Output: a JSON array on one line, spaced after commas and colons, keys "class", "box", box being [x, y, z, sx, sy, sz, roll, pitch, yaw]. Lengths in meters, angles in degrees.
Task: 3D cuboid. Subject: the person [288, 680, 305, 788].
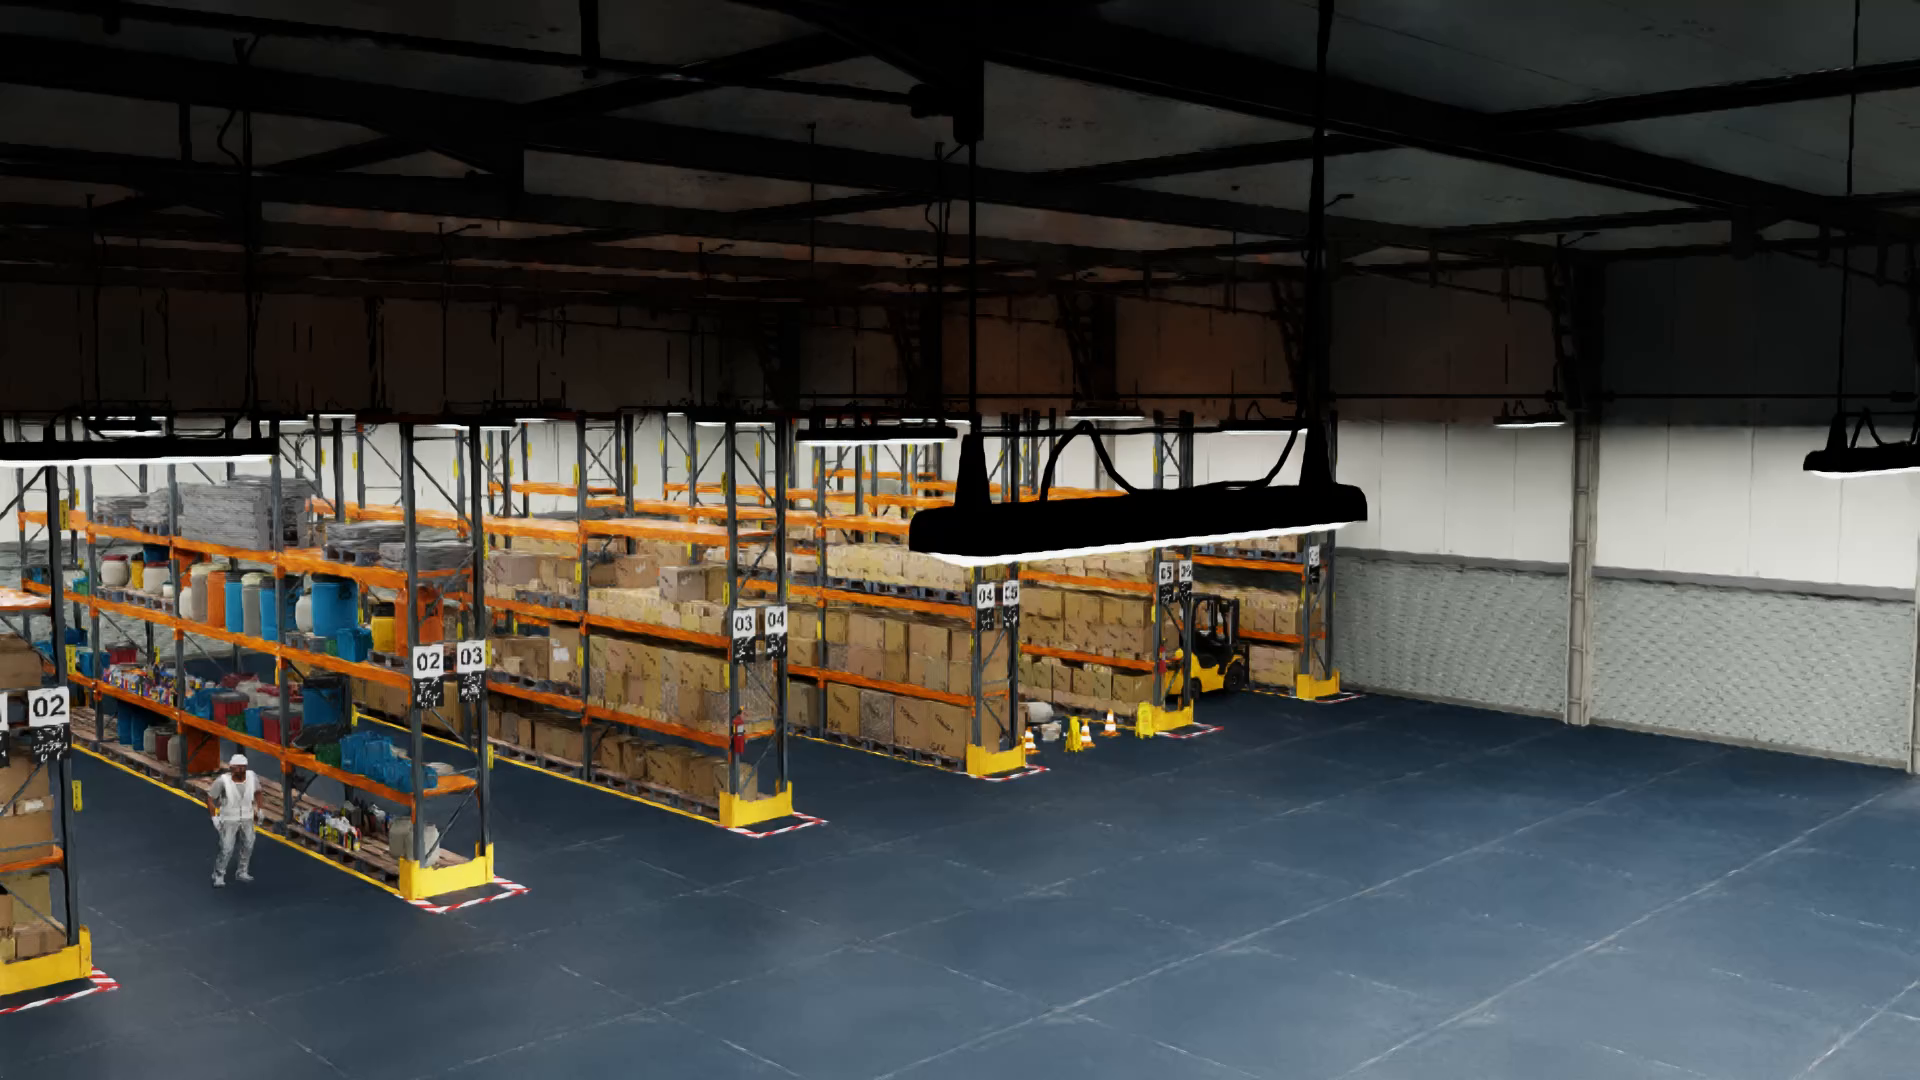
[{"class": "person", "box": [-10.830, 3.115, 26.970, 0.391, 1.721, 0.678, -2, 6, -27]}]

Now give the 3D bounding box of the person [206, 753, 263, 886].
[{"class": "person", "box": [-9.364, 3.605, 21.517, 0.549, 1.735, 0.702, 5, 7, 44]}]
